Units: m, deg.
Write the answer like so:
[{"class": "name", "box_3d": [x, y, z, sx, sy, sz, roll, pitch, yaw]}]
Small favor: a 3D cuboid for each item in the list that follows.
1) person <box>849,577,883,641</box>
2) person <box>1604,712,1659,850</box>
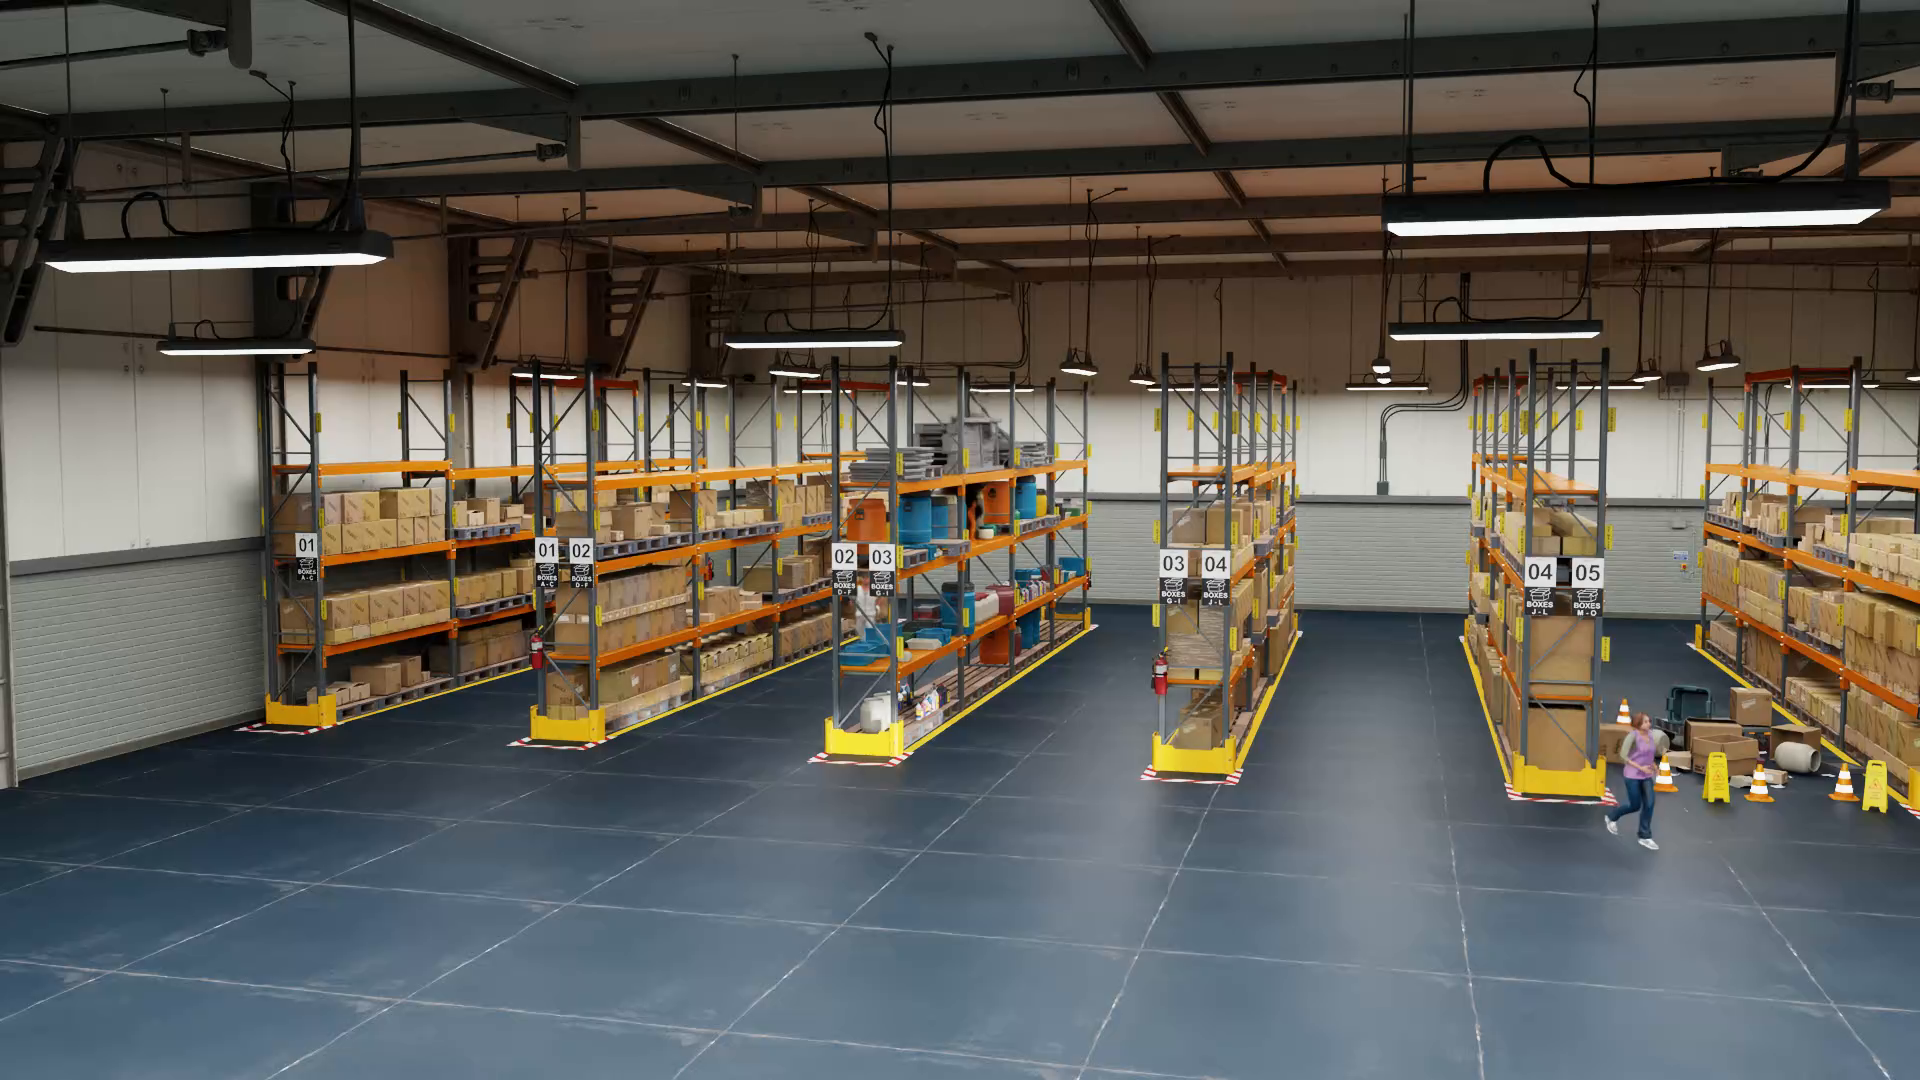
[{"class": "person", "box_3d": [-1.835, 1.528, 32.276, 0.657, 1.837, 0.871, 0, 4, 2]}, {"class": "person", "box_3d": [8.027, 2.825, 19.762, 0.552, 1.600, 0.730, -2, 4, -26]}]
